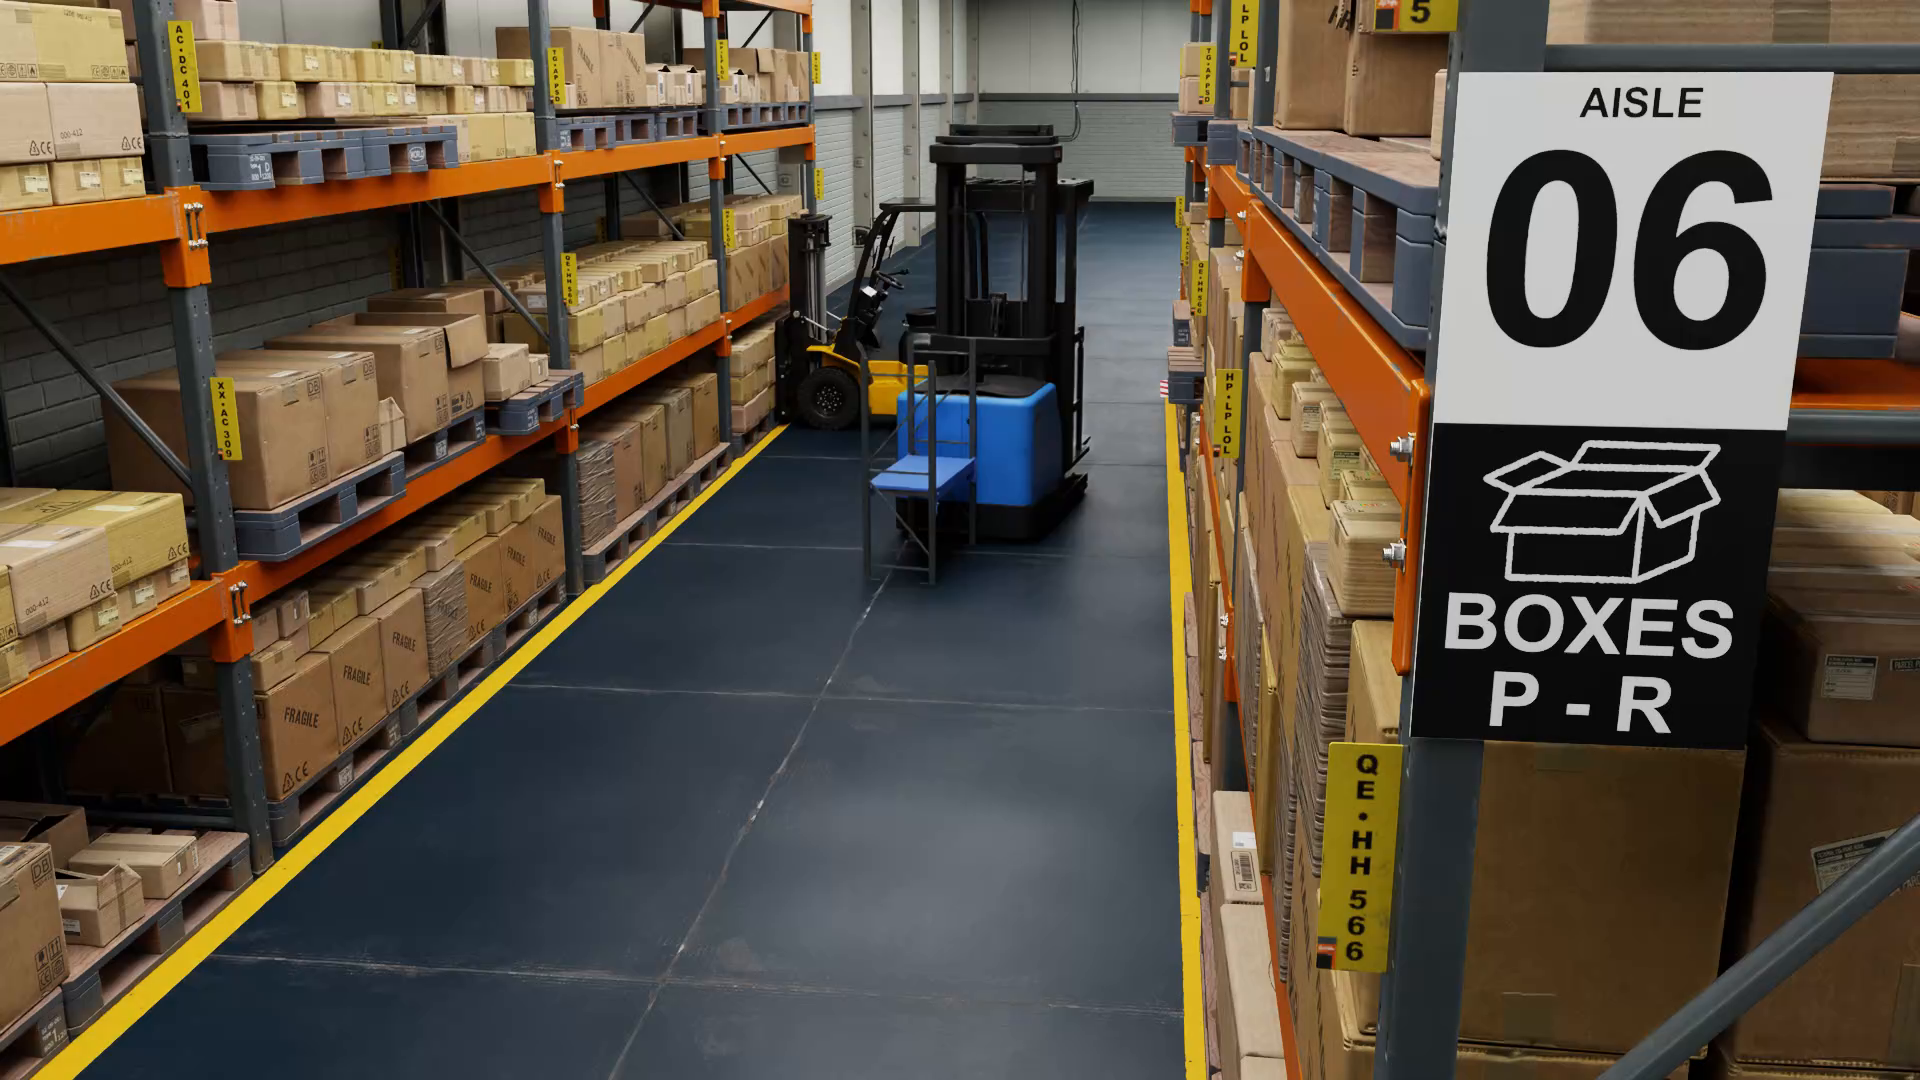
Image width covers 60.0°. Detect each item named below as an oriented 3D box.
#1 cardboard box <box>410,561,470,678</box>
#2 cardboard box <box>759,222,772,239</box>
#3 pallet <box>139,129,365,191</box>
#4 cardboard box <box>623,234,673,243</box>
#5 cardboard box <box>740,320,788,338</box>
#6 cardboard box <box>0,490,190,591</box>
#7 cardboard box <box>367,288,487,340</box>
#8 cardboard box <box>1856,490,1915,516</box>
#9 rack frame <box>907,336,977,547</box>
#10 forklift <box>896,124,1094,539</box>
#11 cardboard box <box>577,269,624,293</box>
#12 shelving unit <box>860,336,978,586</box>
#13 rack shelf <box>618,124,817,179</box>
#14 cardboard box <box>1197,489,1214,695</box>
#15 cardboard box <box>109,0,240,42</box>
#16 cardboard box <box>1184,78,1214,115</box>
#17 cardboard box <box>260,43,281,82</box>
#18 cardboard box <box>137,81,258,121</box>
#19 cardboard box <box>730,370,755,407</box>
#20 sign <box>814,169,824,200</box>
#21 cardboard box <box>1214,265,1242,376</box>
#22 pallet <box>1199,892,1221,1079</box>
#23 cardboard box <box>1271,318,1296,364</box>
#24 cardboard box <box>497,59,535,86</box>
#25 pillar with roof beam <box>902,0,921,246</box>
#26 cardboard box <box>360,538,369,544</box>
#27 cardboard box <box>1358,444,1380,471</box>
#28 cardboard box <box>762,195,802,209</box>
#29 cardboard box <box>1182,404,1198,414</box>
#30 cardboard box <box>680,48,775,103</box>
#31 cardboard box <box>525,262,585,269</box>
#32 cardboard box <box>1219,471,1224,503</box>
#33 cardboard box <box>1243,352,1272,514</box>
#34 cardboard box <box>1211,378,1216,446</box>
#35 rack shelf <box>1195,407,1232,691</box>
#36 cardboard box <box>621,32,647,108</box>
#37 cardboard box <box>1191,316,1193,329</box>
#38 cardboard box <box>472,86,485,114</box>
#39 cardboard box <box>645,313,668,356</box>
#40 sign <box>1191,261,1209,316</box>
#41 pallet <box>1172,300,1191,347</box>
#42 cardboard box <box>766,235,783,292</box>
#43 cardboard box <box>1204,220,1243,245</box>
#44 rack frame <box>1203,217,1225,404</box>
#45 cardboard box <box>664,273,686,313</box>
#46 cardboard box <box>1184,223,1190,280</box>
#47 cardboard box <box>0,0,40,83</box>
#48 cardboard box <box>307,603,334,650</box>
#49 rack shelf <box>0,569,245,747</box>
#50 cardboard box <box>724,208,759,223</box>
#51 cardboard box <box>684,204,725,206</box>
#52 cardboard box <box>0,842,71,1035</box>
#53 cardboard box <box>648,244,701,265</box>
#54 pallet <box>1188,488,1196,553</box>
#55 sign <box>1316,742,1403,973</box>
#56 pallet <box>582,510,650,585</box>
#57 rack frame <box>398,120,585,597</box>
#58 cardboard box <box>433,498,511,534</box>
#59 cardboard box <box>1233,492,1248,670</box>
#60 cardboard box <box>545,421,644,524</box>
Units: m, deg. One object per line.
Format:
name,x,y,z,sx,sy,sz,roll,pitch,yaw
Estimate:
cardboard box,-2.962,0.414,8.870,0.500,0.500,0.500,1,15,4
cardboard box,-2.021,-2.981,16.005,0.380,0.149,0.250,1,15,5
pallet,-3.272,-1.594,6.923,1.213,0.211,1.003,2,15,6
cardboard box,-2.732,-2.597,14.584,0.380,0.149,0.250,2,15,6
cardboard box,-1.967,-2.016,16.419,0.500,0.250,0.500,1,15,5
cardboard box,-3.231,-0.001,6.138,0.500,0.250,0.500,2,15,8
cardboard box,-3.178,-1.229,9.964,0.500,0.500,0.500,2,15,9
cardboard box,7.256,-0.582,12.075,1.050,0.750,0.750,2,15,6
rack frame,-0.129,-0.695,11.861,0.500,1.500,0.032,4,16,15
forklift,0.416,-1.765,13.076,1.130,2.935,3.031,4,16,15
cardboard box,-2.588,-1.813,11.686,0.380,0.149,0.250,2,15,7
shelving unit,-0.265,-0.568,11.388,0.538,1.500,1.048,4,16,15
rack shelf,-2.287,-3.764,15.966,1.077,0.370,4.000,2,15,6
cardboard box,1.703,0.269,8.685,0.875,0.875,0.875,2,15,7
cardboard box,-3.035,-2.058,6.403,0.396,0.266,0.258,2,15,6
cardboard box,1.864,-3.175,11.893,0.500,0.250,0.500,2,15,6
cardboard box,-2.987,-1.926,6.709,0.380,0.149,0.250,2,15,7
cardboard box,-2.987,-1.713,6.488,0.380,0.149,0.250,2,15,7
cardboard box,-2.152,-1.377,15.014,0.500,0.250,0.500,2,15,6
sign,-1.524,-3.835,17.927,0.100,0.325,0.005,2,15,6
cardboard box,1.549,-1.109,8.410,0.500,0.500,0.500,2,15,8
pallet,1.353,1.617,5.778,1.003,0.211,1.213,2,15,6
cardboard box,1.210,-0.627,5.384,0.380,0.149,0.250,2,15,7
cardboard box,-2.709,-2.721,9.684,0.380,0.149,0.250,2,15,8
pillar with roof beam,3.273,-10.465,33.625,9.100,9.000,0.400,2,15,6
cardboard box,-3.426,0.047,8.983,0.380,0.149,0.250,2,15,7
cardboard box,1.026,-0.095,3.419,0.380,0.149,0.250,2,15,6
cardboard box,-1.893,-3.588,17.679,0.380,0.149,0.250,2,15,6
cardboard box,2.220,-1.398,14.611,0.500,0.500,0.500,1,15,5
cardboard box,-2.188,-4.395,15.729,0.797,0.503,0.637,2,15,8
cardboard box,-2.975,-1.957,12.220,0.380,0.149,0.250,2,15,8
cardboard box,1.451,-0.238,7.582,0.500,0.250,0.500,1,15,5
cardboard box,1.222,-0.339,5.561,0.500,0.500,0.500,2,15,7
cardboard box,1.467,-0.612,8.009,0.500,0.250,0.500,2,15,7
rack shelf,1.742,-0.096,8.147,1.077,0.370,4.000,2,15,6
cardboard box,-2.526,-3.299,11.681,0.500,0.500,0.500,2,15,8
cardboard box,1.868,-1.609,12.043,0.380,0.149,0.250,2,15,8
cardboard box,-2.869,-2.442,9.222,0.380,0.149,0.250,2,15,8
cardboard box,-2.498,-1.541,12.401,0.500,0.250,0.500,2,15,8
sign,1.428,-1.496,9.881,0.100,0.325,0.005,2,15,6
pallet,2.189,-1.712,13.116,1.003,0.211,1.213,2,15,6
cardboard box,-2.027,-2.697,16.197,0.500,0.500,0.500,2,15,7
cardboard box,1.872,-2.102,11.380,0.380,0.149,0.250,1,15,4
rack frame,1.968,-0.962,9.971,1.000,3.000,0.127,2,15,6
cardboard box,-2.429,-1.912,12.817,0.500,0.250,0.500,2,15,7
cardboard box,2.381,-2.715,15.694,0.500,0.500,0.500,1,15,5
cardboard box,-3.282,-1.560,5.198,0.500,0.250,0.500,1,15,5
cardboard box,-3.139,0.395,7.695,0.380,0.149,0.250,1,15,3
rack shelf,-3.641,0.797,4.847,1.077,0.370,4.000,2,15,6
cardboard box,-2.116,-3.060,15.726,0.380,0.149,0.250,2,15,6
cardboard box,-2.515,-3.205,16.266,0.380,0.149,0.250,2,15,7
cardboard box,-3.452,1.326,5.494,0.700,0.500,0.500,1,15,4
cardboard box,-2.342,-2.343,13.646,0.380,0.149,0.250,1,15,5
pallet,2.198,-0.134,12.252,1.003,0.211,1.213,2,15,6
sign,0.528,0.420,2.188,0.100,0.325,0.005,2,15,6
pallet,-2.833,0.027,11.658,1.003,0.211,1.213,2,15,6
rack frame,-2.964,-1.107,10.509,1.000,3.000,0.127,2,15,6
cardboard box,-2.842,-0.142,9.681,0.380,0.149,0.250,1,15,4
cardboard box,1.204,0.142,5.700,0.500,0.500,0.500,2,15,8
cardboard box,-2.814,-0.494,11.988,0.875,0.625,0.625,2,15,8
